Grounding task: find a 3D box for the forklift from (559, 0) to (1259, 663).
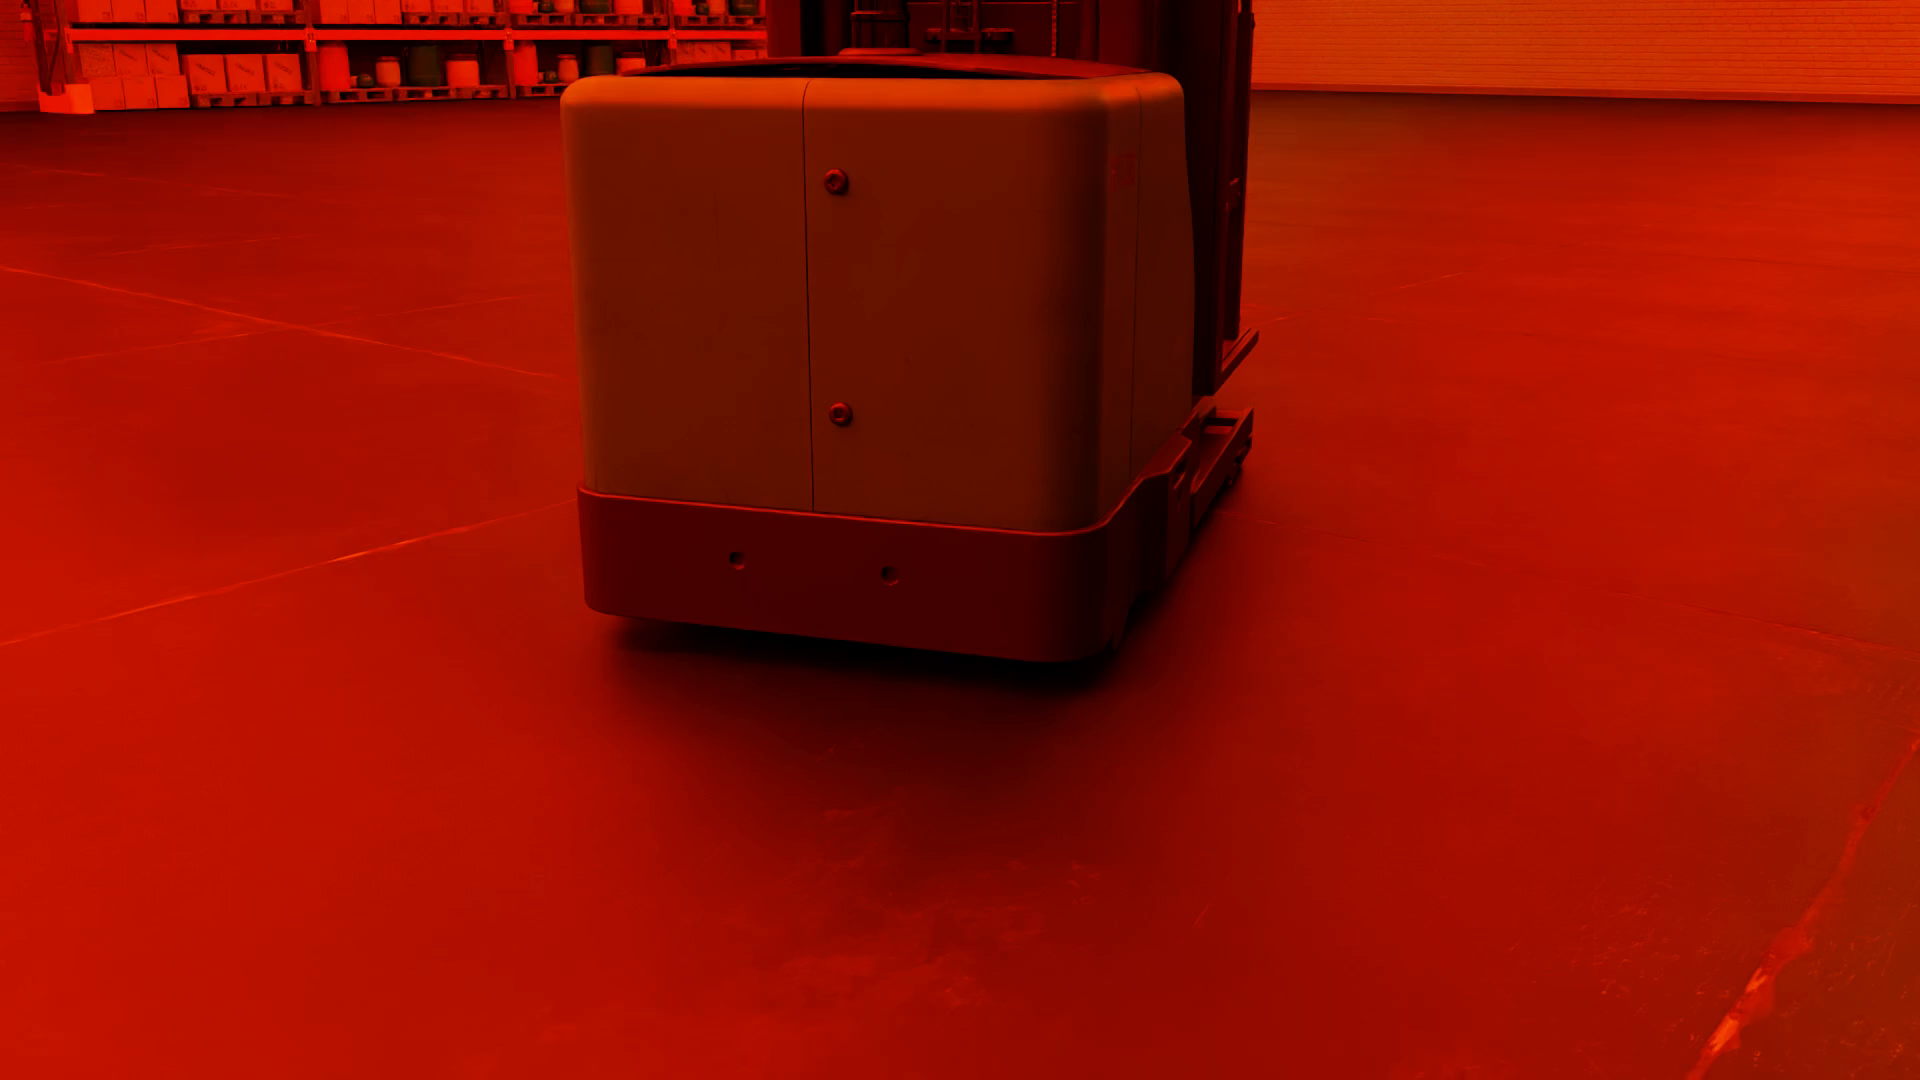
[{"bbox_3d":[0.182,-1.571,4.072,1.130,2.935,3.031,5,18,17],"label":"forklift"}]
